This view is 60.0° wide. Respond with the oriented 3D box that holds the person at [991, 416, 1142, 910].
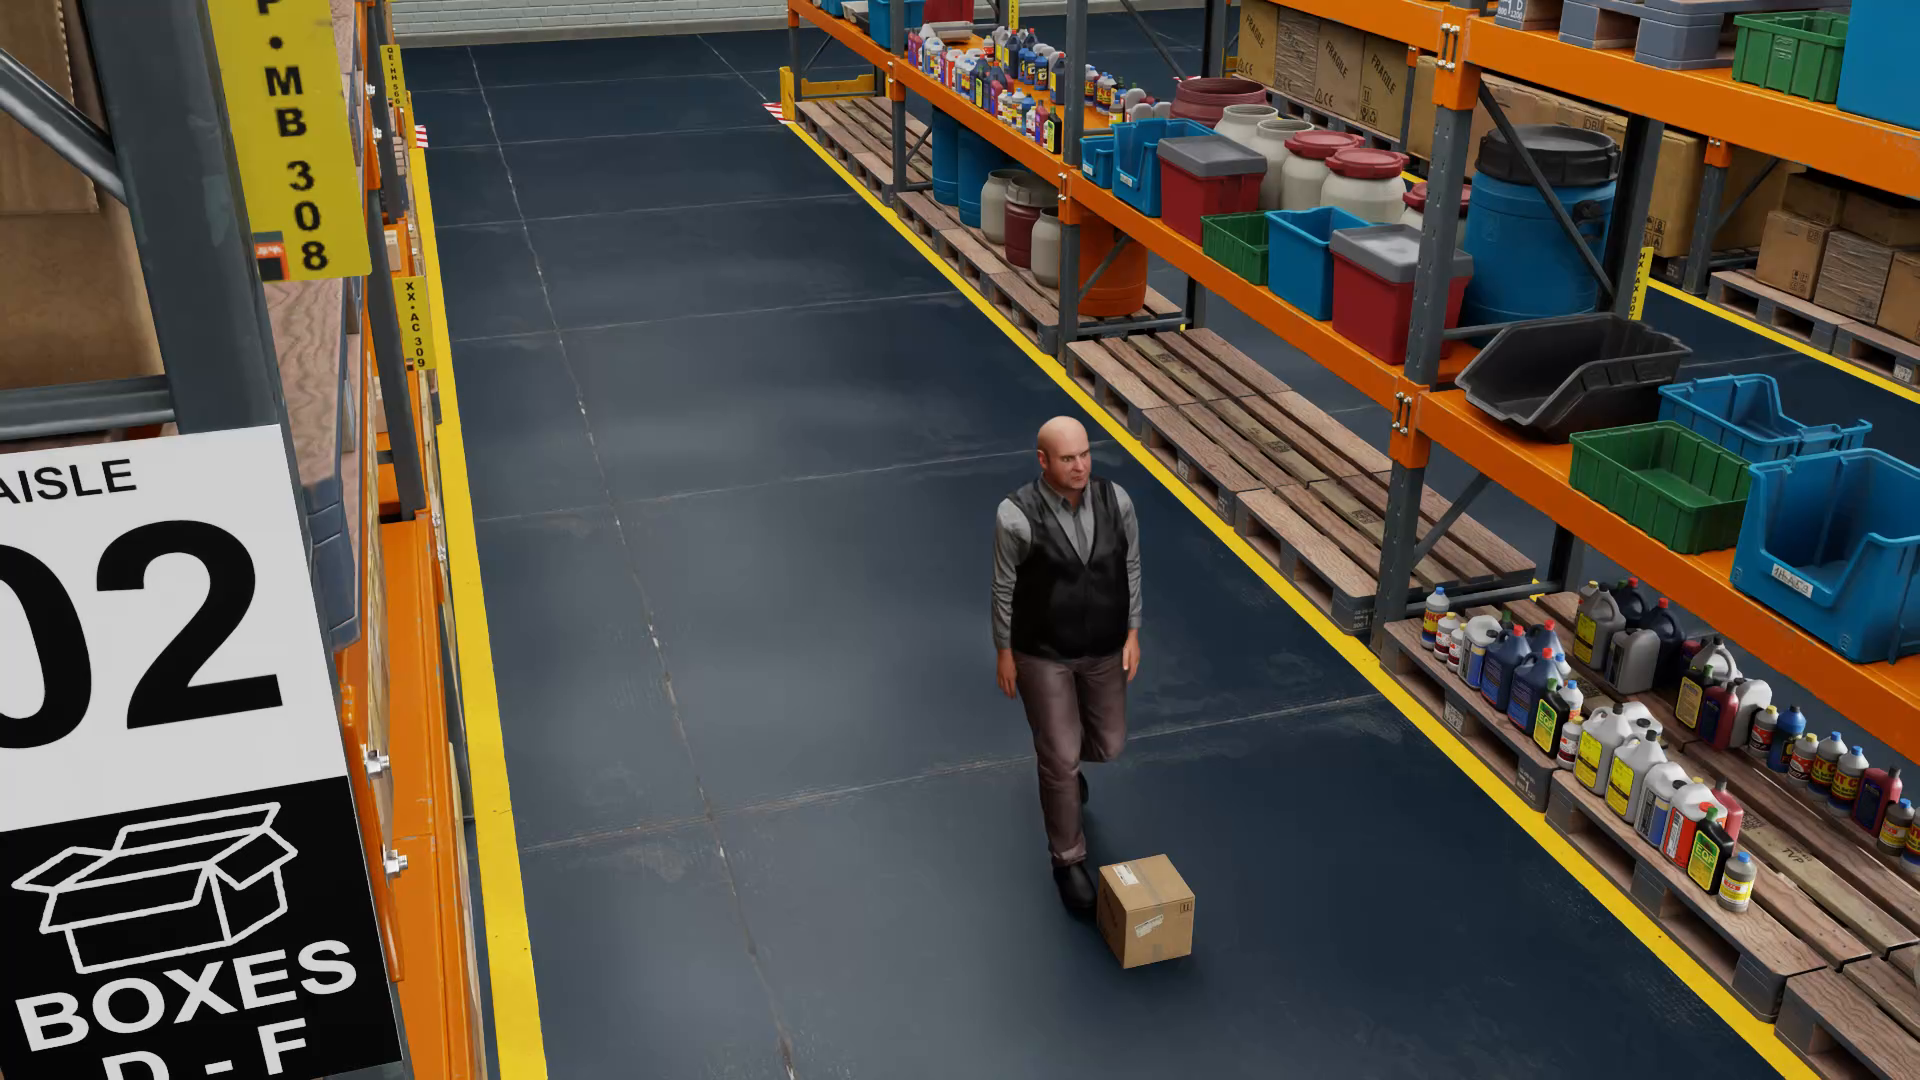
[{"bbox_3d":[0.401,0.385,5.856,0.545,1.693,0.824,-10,28,-19],"label":"person"}]
